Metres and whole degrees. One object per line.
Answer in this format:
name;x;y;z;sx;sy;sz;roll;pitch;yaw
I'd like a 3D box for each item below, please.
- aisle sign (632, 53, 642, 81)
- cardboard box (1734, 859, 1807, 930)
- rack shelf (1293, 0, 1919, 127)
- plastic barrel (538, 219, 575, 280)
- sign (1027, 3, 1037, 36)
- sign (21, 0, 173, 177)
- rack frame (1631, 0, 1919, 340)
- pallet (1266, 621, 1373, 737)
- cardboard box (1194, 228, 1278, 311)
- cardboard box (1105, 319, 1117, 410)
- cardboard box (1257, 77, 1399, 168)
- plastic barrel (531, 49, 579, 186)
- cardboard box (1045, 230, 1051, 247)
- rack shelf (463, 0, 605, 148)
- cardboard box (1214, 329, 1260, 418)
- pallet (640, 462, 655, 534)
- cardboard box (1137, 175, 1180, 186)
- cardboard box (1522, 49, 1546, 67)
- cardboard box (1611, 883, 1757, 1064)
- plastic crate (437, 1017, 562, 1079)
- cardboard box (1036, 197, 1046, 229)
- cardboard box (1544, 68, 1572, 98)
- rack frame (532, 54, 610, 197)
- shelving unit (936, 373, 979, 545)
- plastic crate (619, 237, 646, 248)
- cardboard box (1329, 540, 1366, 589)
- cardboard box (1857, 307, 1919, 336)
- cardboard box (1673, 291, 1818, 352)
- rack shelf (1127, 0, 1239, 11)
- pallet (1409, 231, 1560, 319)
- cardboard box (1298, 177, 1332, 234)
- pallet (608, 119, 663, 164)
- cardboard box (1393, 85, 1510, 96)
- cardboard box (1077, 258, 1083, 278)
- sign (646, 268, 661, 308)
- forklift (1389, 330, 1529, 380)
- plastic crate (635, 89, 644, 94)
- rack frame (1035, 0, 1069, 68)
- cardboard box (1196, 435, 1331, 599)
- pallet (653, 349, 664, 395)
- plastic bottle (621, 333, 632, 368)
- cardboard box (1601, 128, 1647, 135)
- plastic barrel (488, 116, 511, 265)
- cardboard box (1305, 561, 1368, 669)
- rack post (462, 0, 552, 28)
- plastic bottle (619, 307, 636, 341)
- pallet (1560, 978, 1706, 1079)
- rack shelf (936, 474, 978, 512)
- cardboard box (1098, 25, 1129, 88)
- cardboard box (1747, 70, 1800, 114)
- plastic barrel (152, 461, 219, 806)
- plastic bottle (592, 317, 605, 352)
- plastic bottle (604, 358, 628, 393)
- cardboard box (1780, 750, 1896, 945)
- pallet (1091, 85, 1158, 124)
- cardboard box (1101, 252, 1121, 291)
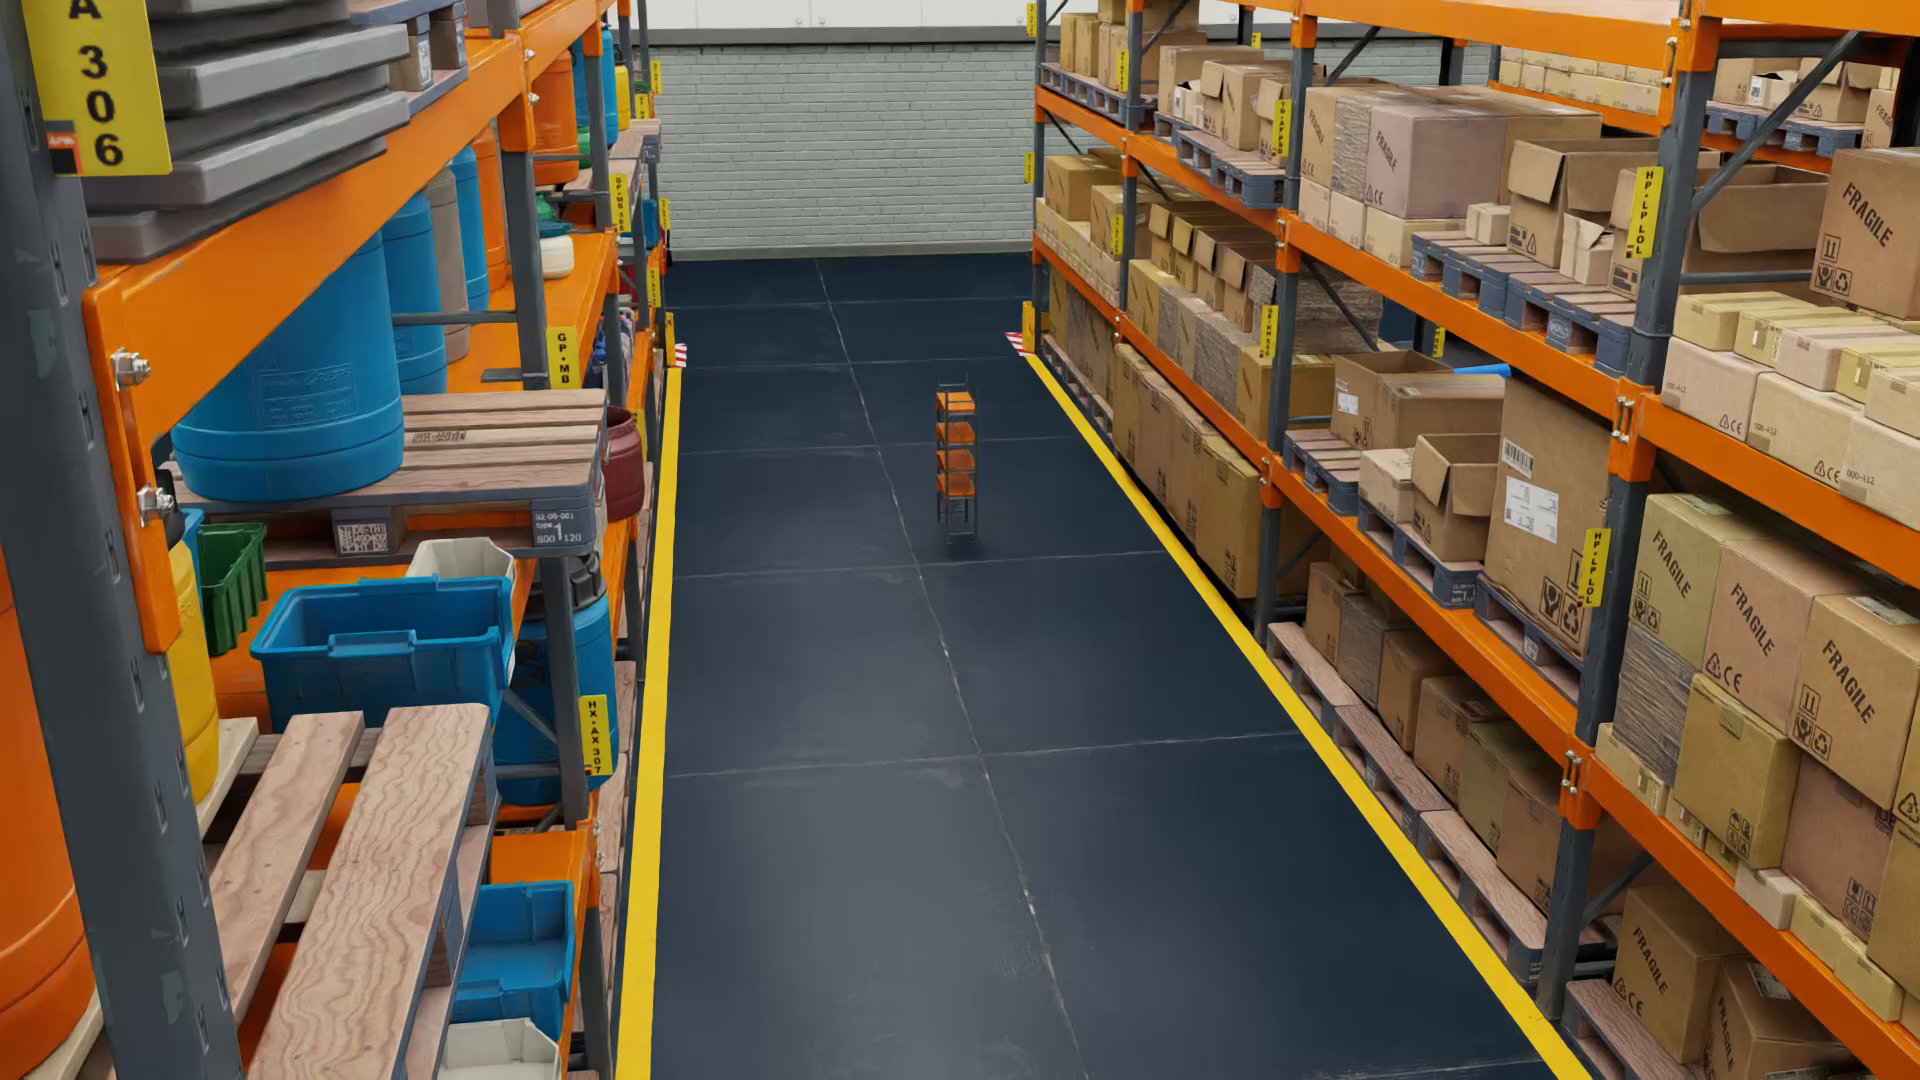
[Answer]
aisle sign;-3.334;-4.539;16.868;0.394;0.787;0.004;-3;21;-8
cardboard box;2.878;1.177;5.636;0.380;0.149;0.250;-3;21;-8
rack shelf;2.729;-2.355;7.761;1.077;0.370;4.000;-3;21;-8
plastic barrel;-2.046;-1.424;8.152;0.301;0.262;0.301;0;20;0
sign;0.738;-5.358;17.124;0.100;0.325;0.005;-3;21;-8
sign;-0.762;-0.481;1.441;0.100;0.325;0.005;-3;21;-8
rack frame;3.017;-2.187;5.711;1.000;3.000;0.127;-3;21;-8
pallet;2.552;0.815;10.232;1.003;0.211;1.213;-3;21;-8
cardboard box;2.157;-1.990;12.181;0.797;0.503;0.637;-2;21;-6
cardboard box;1.848;-1.581;15.098;0.875;0.875;0.875;-3;21;-8
cardboard box;2.282;-2.620;10.408;0.797;0.503;0.637;-2;21;-5
plastic barrel;-2.539;-2.512;9.653;0.600;0.830;0.708;-3;21;-8
cardboard box;1.088;-3.097;17.080;0.380;0.149;0.250;-3;21;-9
rack shelf;-2.172;-2.106;7.092;1.077;0.370;4.000;-3;21;-8
cardboard box;2.058;-1.140;11.338;0.500;0.500;0.500;-3;21;-8
pallet;-2.967;-0.321;13.275;1.003;0.211;1.213;-3;21;-8
cardboard box;1.905;-3.097;15.438;0.500;0.500;0.500;-4;21;-9
cardboard box;6.093;-4.970;16.949;0.500;0.250;0.500;-3;21;-8
cardboard box;3.035;1.738;6.749;0.500;0.500;0.500;-4;21;-9
plastic crate;-1.399;1.546;4.667;0.530;0.136;0.437;-3;21;-8
cardboard box;1.090;-3.421;17.378;0.500;0.250;0.500;-3;21;-9
cardboard box;6.181;-4.553;16.547;0.500;0.250;0.500;-4;21;-10
rack frame;-2.460;-3.322;8.750;1.000;3.000;0.127;-3;21;-8
shelving unit;-0.024;-0.619;12.660;0.258;1.200;0.503;-3;21;-8
plastic crate;-3.317;-2.913;16.520;0.396;0.136;0.243;-3;21;-8
cardboard box;2.567;0.082;10.081;0.500;0.250;0.500;-2;21;-6
cardboard box;3.298;-0.704;5.670;0.380;0.149;0.250;-3;21;-7
cardboard box;2.759;-0.771;5.850;0.380;0.149;0.250;-4;21;-9
rack shelf;1.576;-5.125;15.177;1.077;0.370;4.000;-3;21;-8
pallet;2.881;-1.272;7.817;1.213;0.211;1.003;-3;21;-8
cardboard box;2.257;-1.921;9.500;0.500;0.250;0.500;-3;21;-7
pallet;-2.827;-2.947;12.303;1.213;0.211;1.003;-3;21;-8
cardboard box;2.757;-2.296;9.431;0.500;0.500;0.500;-2;21;-6
cardboard box;1.310;-2.563;15.651;0.380;0.149;0.250;-3;21;-9
sign;-2.492;-2.054;13.532;0.100;0.325;0.005;-3;21;-8
forklift;4.930;-2.041;13.993;3.031;2.935;1.130;-8;22;-20
plastic crate;-2.945;-3.685;14.195;0.497;0.269;0.590;-3;21;-8
rack frame;1.288;-6.342;16.835;1.000;3.000;0.127;-3;21;-8
cardboard box;2.362;-0.203;11.410;1.225;0.875;0.875;-4;21;-10
pallet;-3.533;-1.688;16.934;1.003;0.211;1.213;-3;21;-8
plastic bottle;-2.535;-1.418;12.402;0.152;0.276;0.135;-3;21;-8
cardboard box;6.679;-3.901;16.875;0.500;0.500;0.500;-2;21;-5
plastic barrel;-2.557;-1.857;8.397;0.600;0.901;0.600;0;20;0
cardboard box;2.557;0.434;10.211;0.700;0.500;0.500;-4;21;-11
rack post;-2.253;-2.709;6.821;1.013;1.000;3.121;-3;21;-8
plastic bottle;-2.660;-1.719;13.208;0.152;0.276;0.135;-3;21;-8
pallet;3.149;2.160;6.631;1.003;0.211;1.213;-3;21;-8
rack shelf;-0.024;-0.370;12.753;0.258;0.148;0.480;-3;21;-8
cardboard box;1.619;-4.297;14.760;0.700;0.500;0.500;-2;21;-5
cardboard box;6.706;-3.607;13.326;0.500;0.311;0.500;-3;21;-9
plastic barrel;-1.597;0.179;2.792;0.600;0.588;0.600;0;20;0
plastic bottle;-2.697;-1.501;12.518;0.144;0.351;0.185;-3;21;-8
plastic bottle;-2.422;-1.191;11.688;0.144;0.351;0.185;-3;21;-8
cardboard box;3.230;0.939;5.348;0.875;0.500;0.500;-3;21;-8
pallet;1.757;-3.794;14.427;1.003;0.211;1.213;-3;21;-8
cardboard box;1.541;-2.356;14.525;0.500;0.250;0.500;-3;21;-9
